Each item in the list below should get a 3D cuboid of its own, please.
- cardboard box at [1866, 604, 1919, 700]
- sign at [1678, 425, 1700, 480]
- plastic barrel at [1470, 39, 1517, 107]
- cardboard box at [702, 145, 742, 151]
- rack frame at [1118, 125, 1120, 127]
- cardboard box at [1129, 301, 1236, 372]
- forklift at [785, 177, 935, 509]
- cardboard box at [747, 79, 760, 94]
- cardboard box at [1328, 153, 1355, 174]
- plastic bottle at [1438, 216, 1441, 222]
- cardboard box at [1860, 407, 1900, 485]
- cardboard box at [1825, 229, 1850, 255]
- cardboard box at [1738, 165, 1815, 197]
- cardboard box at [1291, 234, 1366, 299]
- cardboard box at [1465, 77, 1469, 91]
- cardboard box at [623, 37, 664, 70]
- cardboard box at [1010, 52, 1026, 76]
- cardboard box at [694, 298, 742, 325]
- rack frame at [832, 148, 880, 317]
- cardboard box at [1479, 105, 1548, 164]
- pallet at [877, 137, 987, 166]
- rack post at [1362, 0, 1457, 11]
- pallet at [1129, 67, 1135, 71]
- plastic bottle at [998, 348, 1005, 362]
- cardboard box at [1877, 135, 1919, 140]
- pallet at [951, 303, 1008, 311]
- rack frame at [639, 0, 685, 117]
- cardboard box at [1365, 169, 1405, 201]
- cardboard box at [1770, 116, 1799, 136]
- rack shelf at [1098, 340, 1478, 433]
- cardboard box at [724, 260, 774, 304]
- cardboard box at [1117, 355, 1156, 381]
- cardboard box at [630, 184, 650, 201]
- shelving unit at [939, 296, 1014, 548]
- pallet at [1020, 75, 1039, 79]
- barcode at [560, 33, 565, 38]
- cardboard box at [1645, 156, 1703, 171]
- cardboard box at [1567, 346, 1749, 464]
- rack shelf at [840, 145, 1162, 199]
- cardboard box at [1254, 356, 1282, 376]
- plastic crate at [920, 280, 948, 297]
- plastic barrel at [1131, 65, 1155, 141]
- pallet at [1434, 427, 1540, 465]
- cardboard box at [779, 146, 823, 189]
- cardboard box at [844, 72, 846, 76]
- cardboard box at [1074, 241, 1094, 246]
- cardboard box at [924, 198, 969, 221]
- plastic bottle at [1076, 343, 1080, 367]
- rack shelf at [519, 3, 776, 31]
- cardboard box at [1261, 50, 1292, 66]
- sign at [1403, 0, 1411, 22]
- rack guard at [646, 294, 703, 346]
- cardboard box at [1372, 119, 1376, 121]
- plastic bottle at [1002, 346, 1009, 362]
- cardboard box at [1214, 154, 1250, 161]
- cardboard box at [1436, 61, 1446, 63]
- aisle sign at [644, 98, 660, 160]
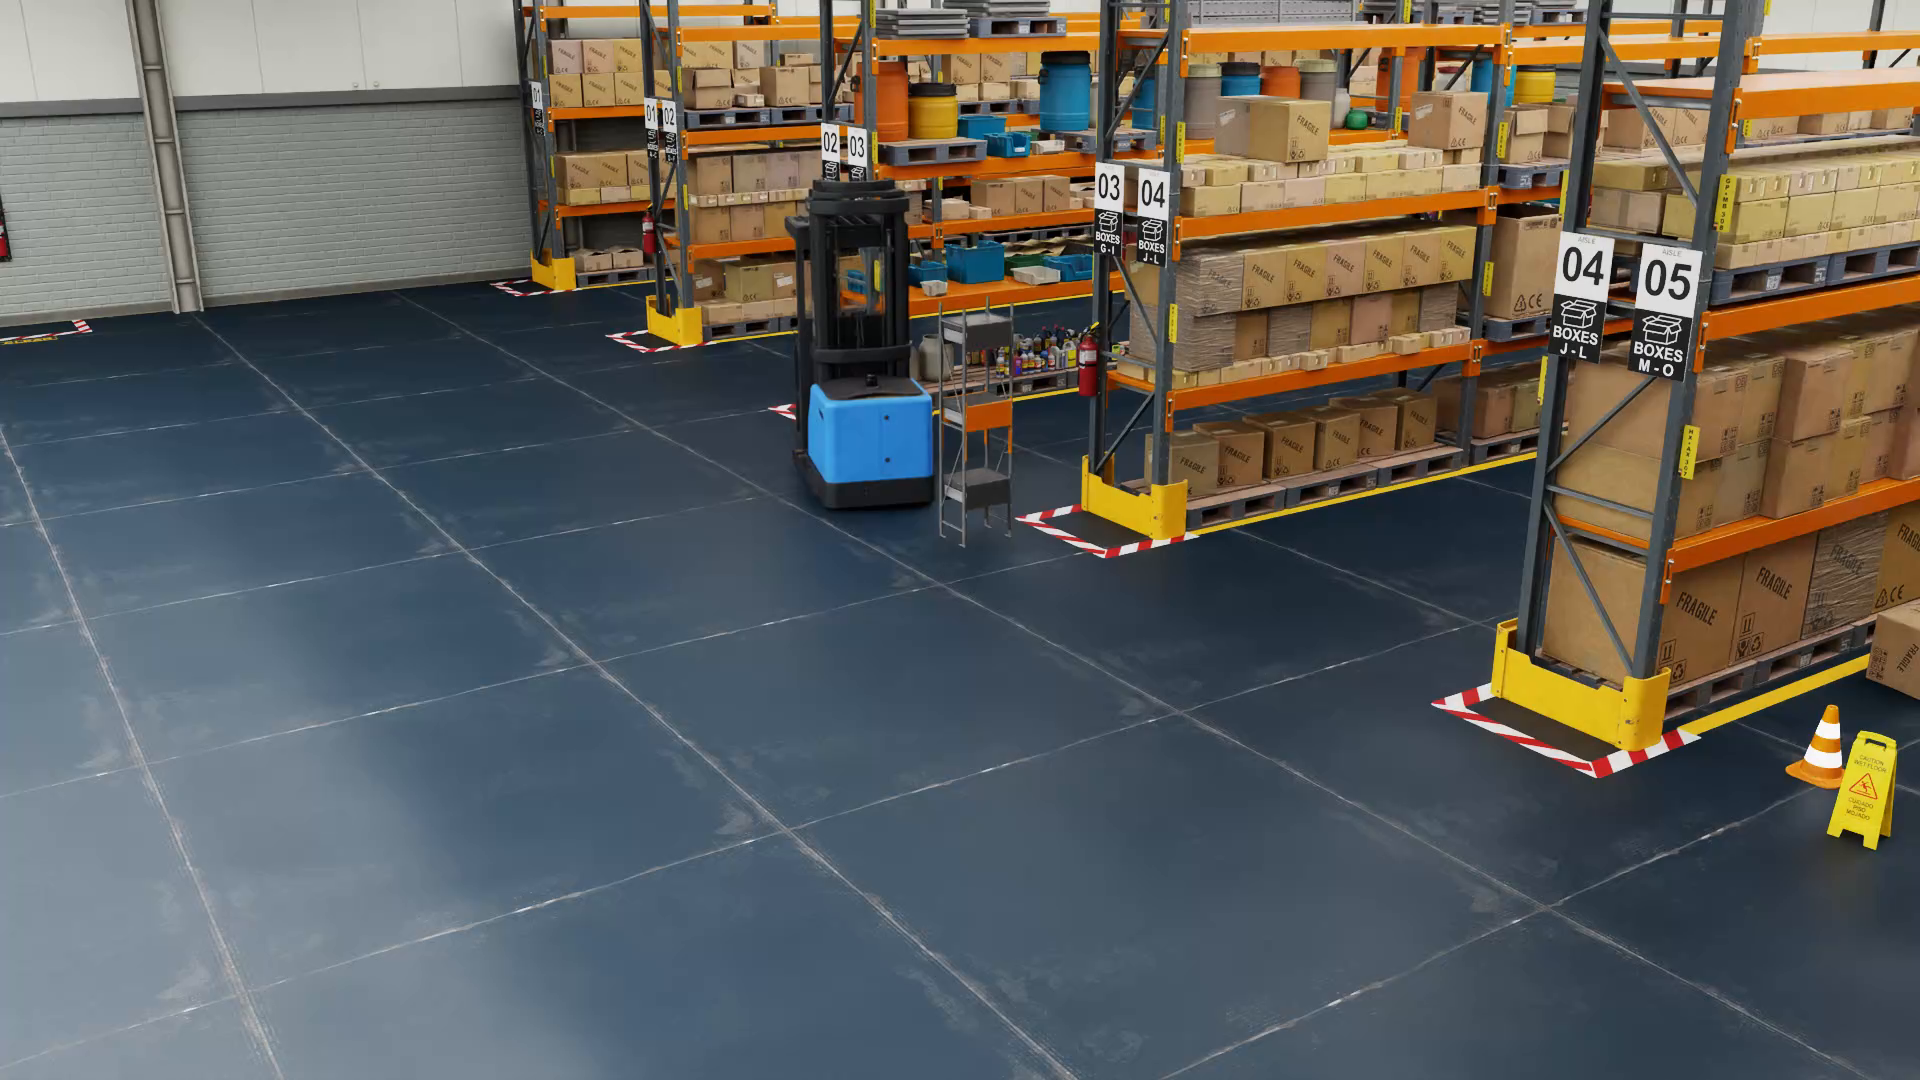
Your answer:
[{"bbox_3d":[6.768,0.787,11.632,0.500,0.500,0.500,-8,20,-22],"label":"cardboard box"},{"bbox_3d":[4.460,-0.537,10.175,0.005,0.325,0.100,-12,22,-31],"label":"sign"},{"bbox_3d":[7.473,-6.538,23.278,0.708,0.901,0.600,-12,22,-31],"label":"plastic barrel"},{"bbox_3d":[-3.955,-6.301,27.732,0.500,0.500,0.500,-12,22,-32],"label":"cardboard box"},{"bbox_3d":[2.752,-5.643,26.753,0.127,3.000,1.000,-12,22,-31],"label":"rack frame"},{"bbox_3d":[1.990,-1.862,14.947,0.500,0.500,0.875,-12,22,-31],"label":"cardboard box"},{"bbox_3d":[-1.097,-2.115,16.424,1.130,2.935,3.031,-5,19,-13],"label":"forklift"},{"bbox_3d":[-2.648,-6.249,23.128,0.500,0.311,0.500,-9,21,-25],"label":"cardboard box"},{"bbox_3d":[3.373,-3.435,15.150,0.250,0.149,0.380,-13,23,-33],"label":"cardboard box"},{"bbox_3d":[6.729,-4.386,23.216,0.133,0.283,0.061,-12,22,-31],"label":"plastic bottle"},{"bbox_3d":[6.236,-0.780,12.134,0.550,0.550,0.875,-12,22,-31],"label":"cardboard box"},{"bbox_3d":[5.465,-1.940,10.697,0.250,0.149,0.380,-12,22,-31],"label":"cardboard box"},{"bbox_3d":[5.036,-2.228,10.303,0.250,0.149,0.380,-12,22,-32],"label":"cardboard box"},{"bbox_3d":[3.378,-2.534,15.375,0.500,0.500,0.500,-12,22,-31],"label":"cardboard box"},{"bbox_3d":[8.726,-8.156,29.737,0.500,0.250,0.500,-12,22,-31],"label":"cardboard box"},{"bbox_3d":[-5.143,-7.922,27.063,0.500,0.500,0.500,-12,22,-31],"label":"cardboard box"},{"bbox_3d":[0.812,-8.852,30.720,0.500,0.500,0.700,-13,23,-34],"label":"cardboard box"},{"bbox_3d":[-3.359,-3.165,23.062,0.500,0.250,0.500,-12,22,-31],"label":"cardboard box"},{"bbox_3d":[-1.208,-2.909,18.664,0.127,3.000,1.000,-12,22,-31],"label":"rack frame"},{"bbox_3d":[5.304,-4.013,16.432,0.637,0.503,0.797,-13,23,-34],"label":"cardboard box"},{"bbox_3d":[-0.463,-4.360,18.568,1.213,0.211,1.003,-12,22,-31],"label":"pallet"},{"bbox_3d":[6.056,-7.262,22.294,0.937,0.300,0.954,-12,22,-31],"label":"rack post"},{"bbox_3d":[4.054,-9.192,32.707,1.213,0.211,1.003,-12,22,-31],"label":"pallet"},{"bbox_3d":[0.510,-2.263,20.439,0.097,0.201,0.097,0,19,0],"label":"plastic bottle"},{"bbox_3d":[7.009,-2.897,12.281,0.250,0.149,0.380,-12,22,-31],"label":"cardboard box"},{"bbox_3d":[0.005,-3.758,25.531,1.213,0.211,1.003,-12,22,-31],"label":"pallet"},{"bbox_3d":[-3.929,-7.076,21.625,0.127,3.000,1.000,-12,22,-31],"label":"rack frame"},{"bbox_3d":[3.755,-3.308,15.396,0.500,0.250,0.500,-12,22,-32],"label":"cardboard box"},{"bbox_3d":[9.340,-4.962,19.244,0.500,0.500,0.500,-11,21,-29],"label":"cardboard box"},{"bbox_3d":[3.186,-1.595,15.903,4.000,0.370,1.077,-12,22,-31],"label":"rack shelf"},{"bbox_3d":[-2.943,-3.609,23.204,0.500,0.500,0.500,-12,22,-31],"label":"cardboard box"},{"bbox_3d":[1.640,-1.570,15.098,0.250,0.149,0.380,-12,22,-31],"label":"cardboard box"},{"bbox_3d":[-5.220,-5.681,27.069,0.500,0.250,0.500,-12,22,-32],"label":"cardboard box"},{"bbox_3d":[0.138,-1.024,14.495,0.503,2.100,0.431,-12,22,-31],"label":"shelving unit"},{"bbox_3d":[1.465,-8.624,31.183,1.213,0.211,1.003,-11,21,-29],"label":"pallet"},{"bbox_3d":[-6.339,-8.043,26.516,0.075,0.075,0.001,-12,22,-31],"label":"barcode"},{"bbox_3d":[4.677,-2.404,10.824,0.250,0.149,0.380,-11,22,-31],"label":"cardboard box"},{"bbox_3d":[4.491,-0.877,10.734,0.550,0.550,0.875,-12,22,-31],"label":"cardboard box"},{"bbox_3d":[0.462,-4.341,19.341,4.000,0.370,1.077,-12,22,-31],"label":"rack shelf"},{"bbox_3d":[2.731,-1.622,15.251,0.250,0.149,0.380,-12,22,-31],"label":"cardboard box"},{"bbox_3d":[-0.284,-2.855,18.918,0.250,0.136,0.298,-12,22,-31],"label":"plastic crate"},{"bbox_3d":[2.438,-5.419,20.624,0.708,0.901,0.600,-12,22,-31],"label":"plastic barrel"},{"bbox_3d":[5.506,-1.105,17.683,1.213,0.211,1.003,-12,22,-31],"label":"pallet"},{"bbox_3d":[-2.213,-5.256,23.425,0.500,0.500,0.700,-12,22,-31],"label":"cardboard box"},{"bbox_3d":[-2.301,-8.024,28.596,0.500,0.311,0.500,-11,22,-30],"label":"cardboard box"},{"bbox_3d":[2.020,-4.554,26.293,0.500,0.311,0.500,-12,22,-32],"label":"cardboard box"},{"bbox_3d":[-0.201,-4.966,24.984,0.500,0.250,0.500,-10,21,-28],"label":"cardboard box"},{"bbox_3d":[1.480,-2.271,20.332,0.133,0.283,0.061,-10,21,-28],"label":"plastic bottle"},{"bbox_3d":[-4.987,-8.410,26.700,4.000,0.370,1.077,-12,22,-31],"label":"rack shelf"},{"bbox_3d":[5.086,-7.870,27.687,0.600,0.600,0.600,-12,22,-32],"label":"cardboard box"},{"bbox_3d":[5.782,-6.861,21.492,0.005,0.325,0.100,-12,22,-31],"label":"sign"},{"bbox_3d":[-3.949,-3.046,22.973,0.348,0.500,1.175,-12,22,-31],"label":"rack guard"},{"bbox_3d":[7.641,-7.295,29.922,0.500,0.500,0.500,-12,22,-32],"label":"cardboard box"},{"bbox_3d":[0.562,-2.395,20.593,0.185,0.351,0.144,-11,22,-29],"label":"plastic bottle"},{"bbox_3d":[2.498,-3.408,15.069,0.250,0.149,0.380,-12,22,-31],"label":"cardboard box"},{"bbox_3d":[8.191,-8.717,29.446,0.500,0.500,0.700,-12,22,-31],"label":"cardboard box"},{"bbox_3d":[-4.146,-5.533,22.367,0.004,0.787,0.394,-12,22,-31],"label":"aisle sign"}]
